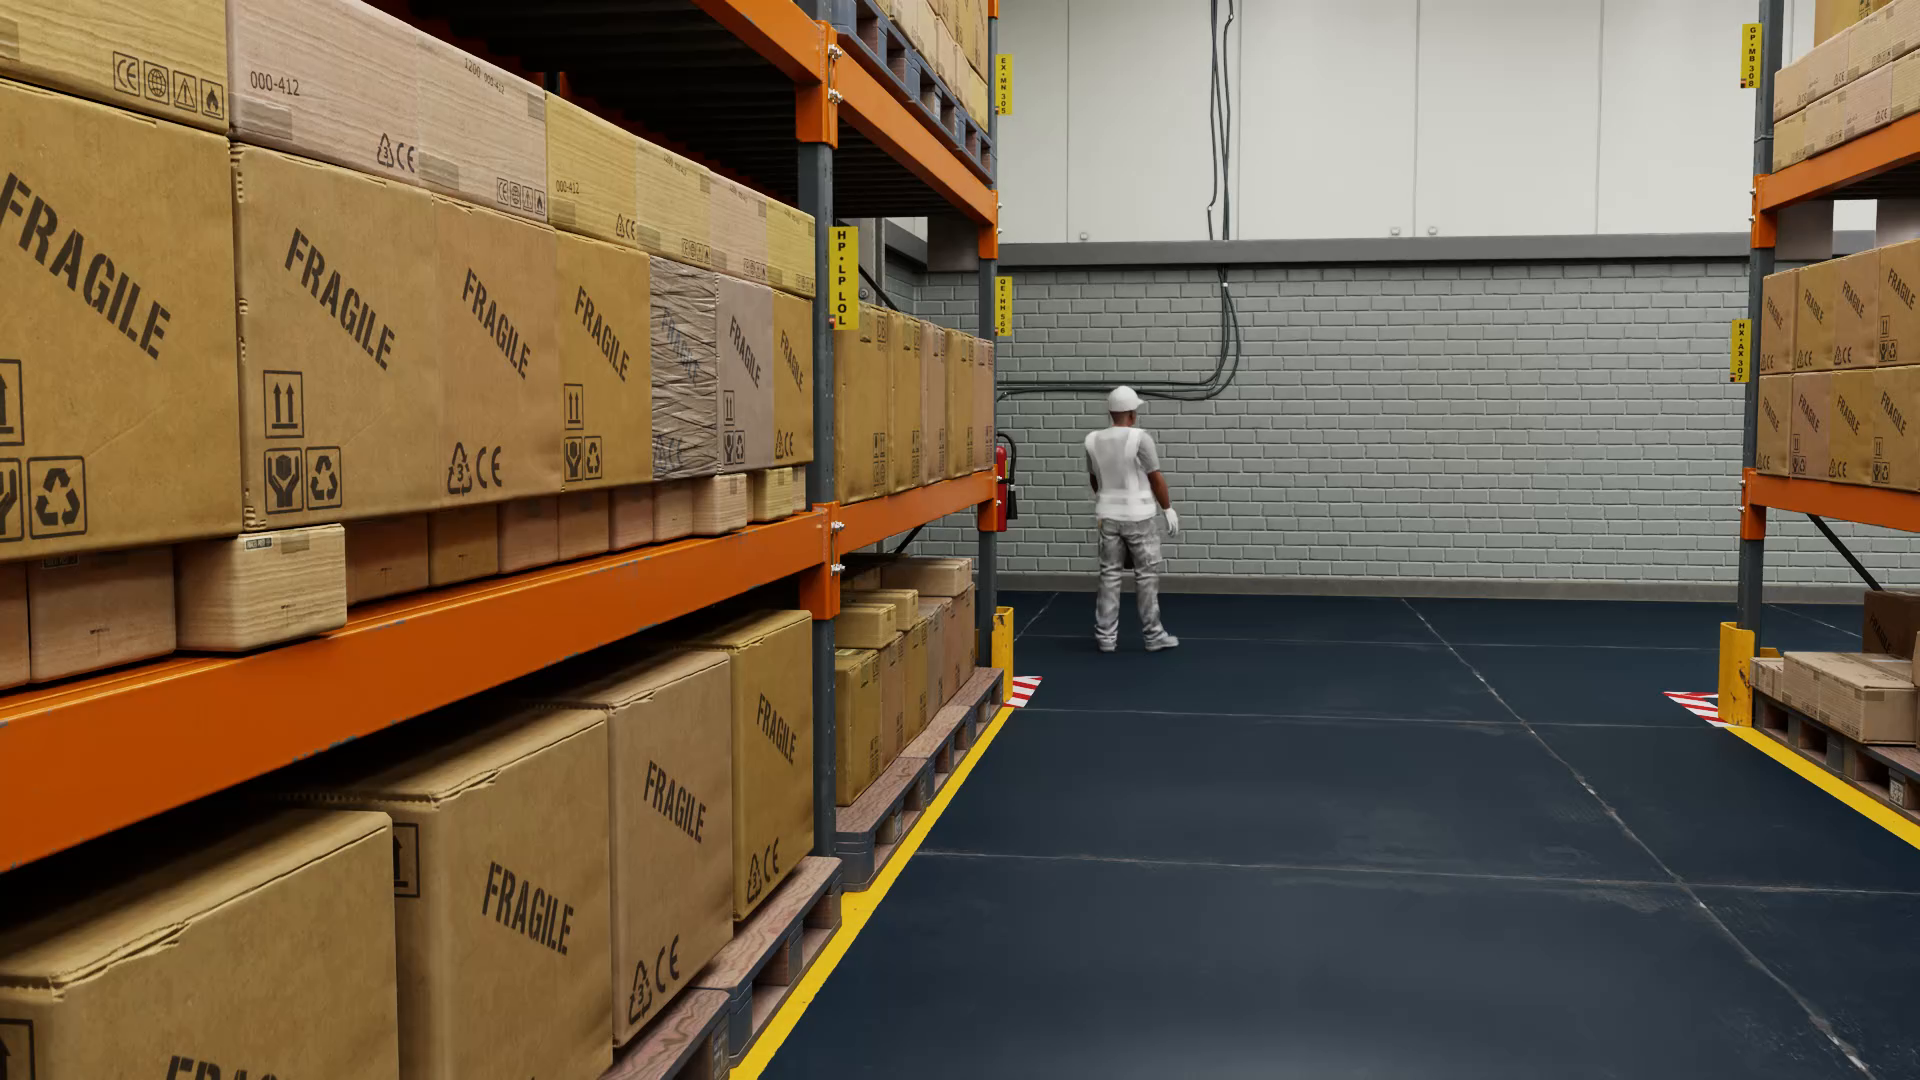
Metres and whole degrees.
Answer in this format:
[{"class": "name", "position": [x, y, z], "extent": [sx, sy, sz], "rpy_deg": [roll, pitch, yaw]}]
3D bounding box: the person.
[{"class": "person", "position": [1.179, -0.145, 11.278], "extent": [0.603, 1.790, 0.574], "rpy_deg": [3, 5, 36]}]
